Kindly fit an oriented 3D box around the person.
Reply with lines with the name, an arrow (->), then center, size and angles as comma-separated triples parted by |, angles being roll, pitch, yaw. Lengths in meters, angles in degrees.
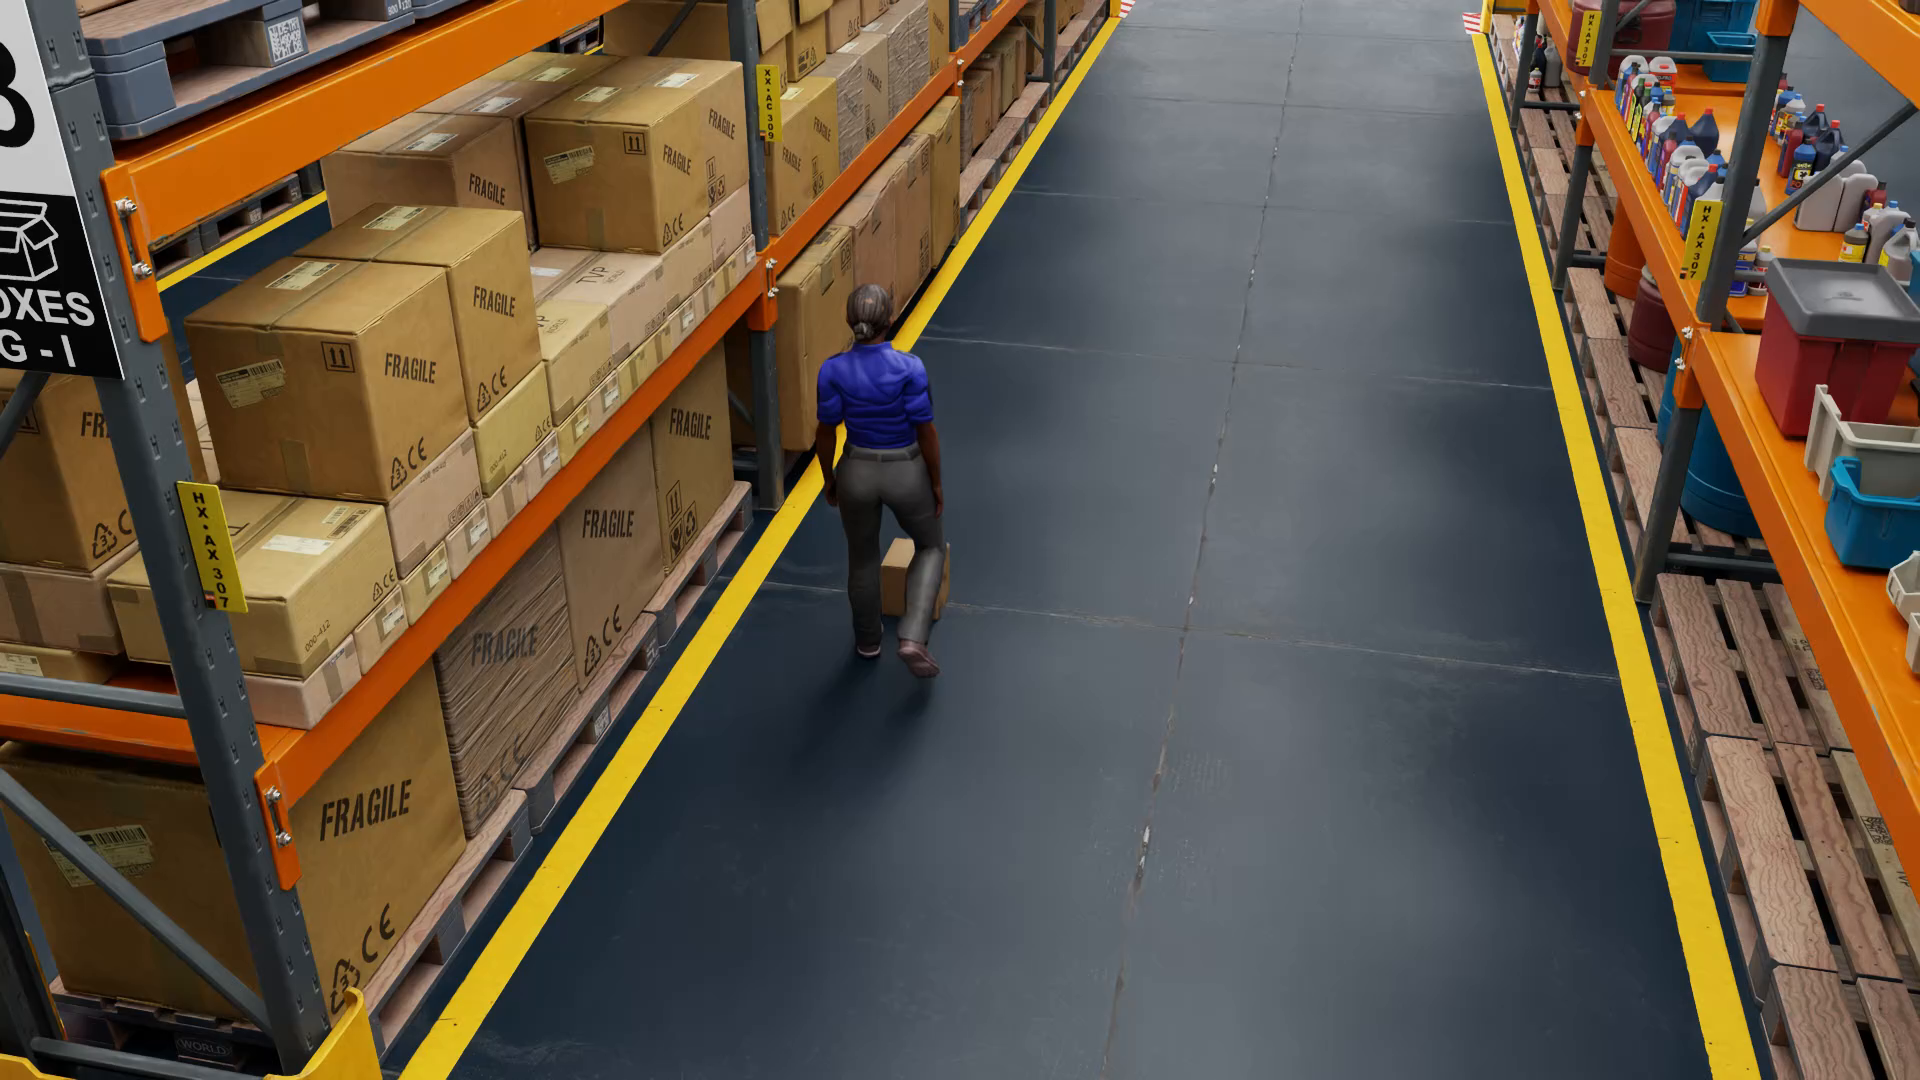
person -> -0.306, -0.226, 6.512 | 0.496, 1.663, 0.564 | 2, 29, 4
